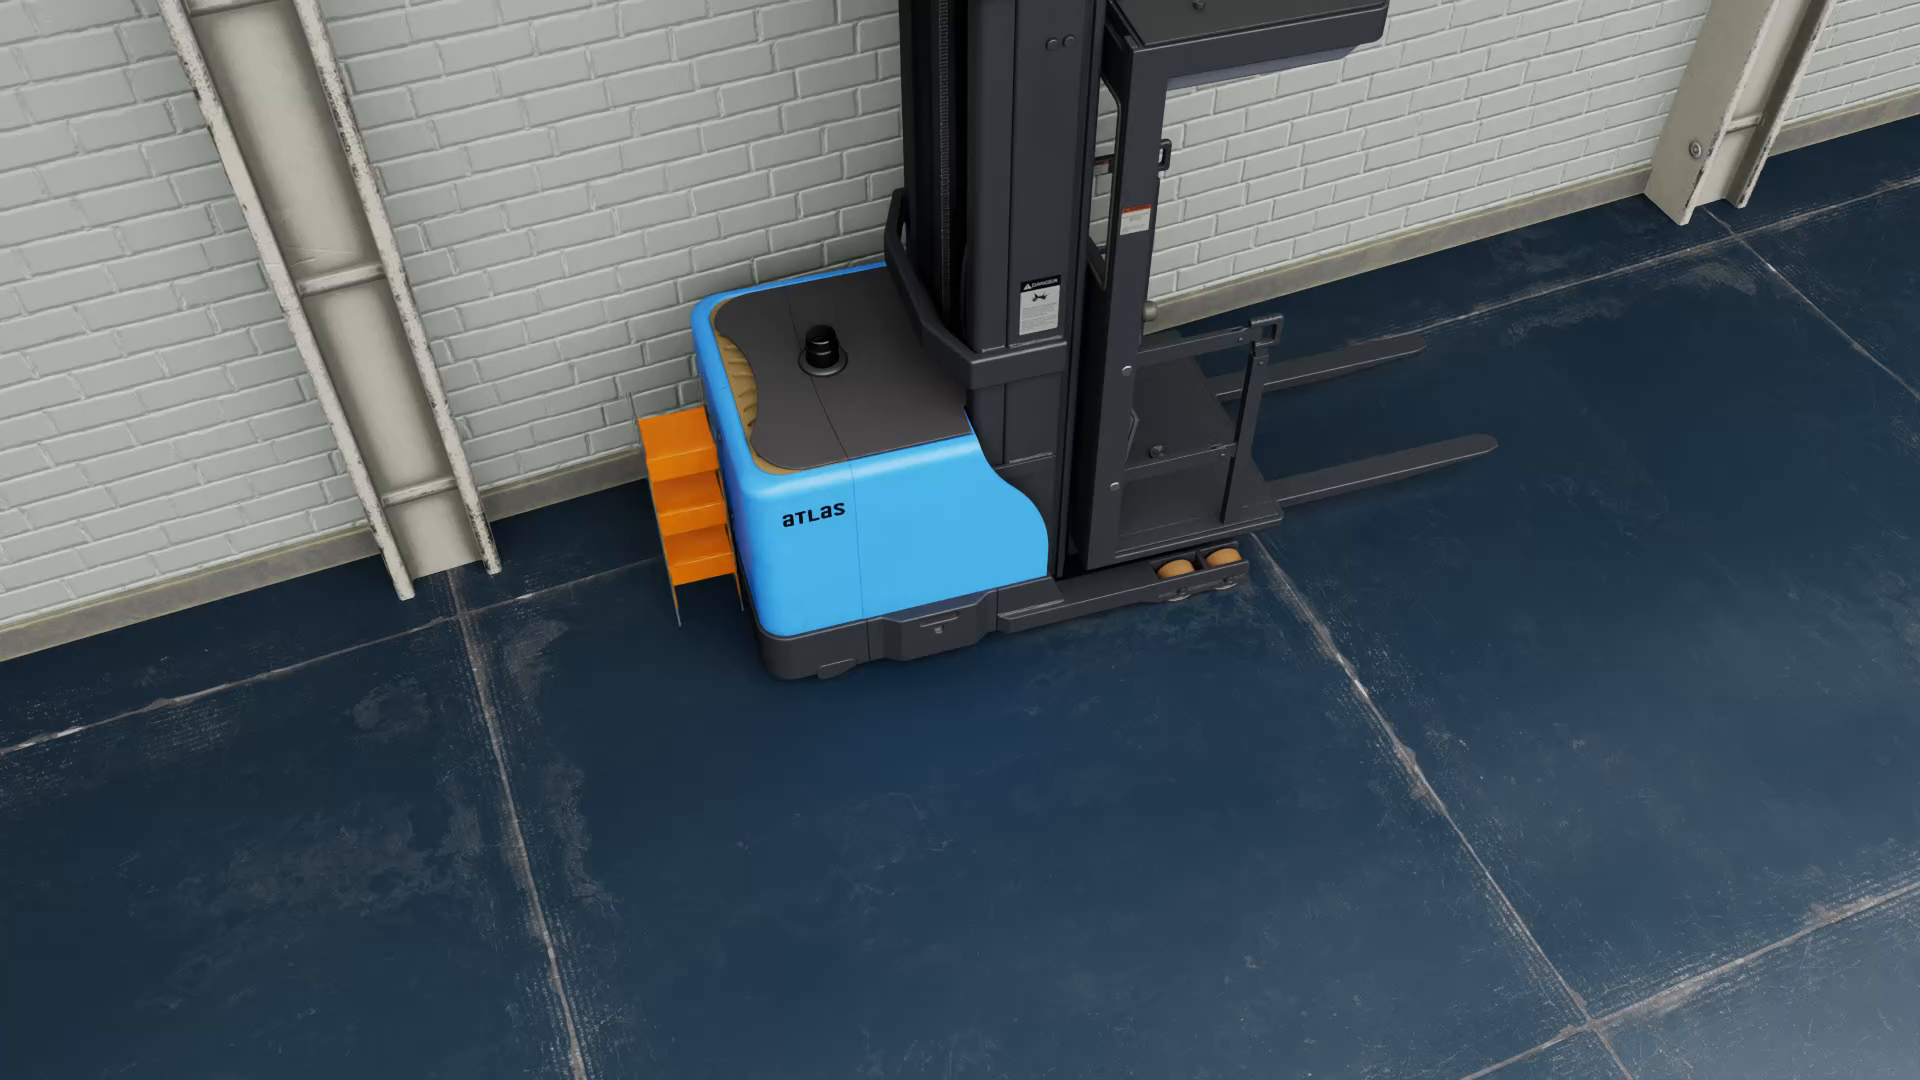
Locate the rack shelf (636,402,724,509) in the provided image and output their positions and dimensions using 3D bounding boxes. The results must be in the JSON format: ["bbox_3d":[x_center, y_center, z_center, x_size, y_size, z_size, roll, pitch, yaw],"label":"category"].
[{"bbox_3d":[-0.975,-0.293,5.790,0.240,0.259,0.215,-13,51,-11],"label":"rack shelf"}]

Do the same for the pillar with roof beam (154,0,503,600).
[{"bbox_3d":[-0.398,0.160,0.521,0.400,9.000,9.100,-17,52,-14],"label":"pillar with roof beam"}]

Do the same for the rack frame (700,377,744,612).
[{"bbox_3d":[-0.857,-0.142,6.020,0.008,1.050,0.200,-13,51,-11],"label":"rack frame"}]

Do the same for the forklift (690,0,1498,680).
[{"bbox_3d":[0.601,-1.094,5.598,3.031,2.935,1.130,-13,51,-11],"label":"forklift"}]

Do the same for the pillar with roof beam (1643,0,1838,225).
[{"bbox_3d":[5.157,-1.561,1.999,0.400,9.000,9.100,-17,52,-14],"label":"pillar with roof beam"}]

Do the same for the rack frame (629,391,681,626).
[{"bbox_3d":[-1.091,-0.089,5.975,0.008,1.050,0.200,-13,51,-11],"label":"rack frame"}]

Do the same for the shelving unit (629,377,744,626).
[{"bbox_3d":[-0.974,-0.116,5.998,0.252,1.050,0.215,-13,51,-11],"label":"shelving unit"}]

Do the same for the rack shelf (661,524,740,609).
[{"bbox_3d":[-0.974,0.072,6.217,0.240,0.259,0.215,-13,51,-11],"label":"rack shelf"}]

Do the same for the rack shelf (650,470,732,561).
[{"bbox_3d":[-0.974,-0.109,6.006,0.240,0.259,0.215,-13,51,-11],"label":"rack shelf"}]
